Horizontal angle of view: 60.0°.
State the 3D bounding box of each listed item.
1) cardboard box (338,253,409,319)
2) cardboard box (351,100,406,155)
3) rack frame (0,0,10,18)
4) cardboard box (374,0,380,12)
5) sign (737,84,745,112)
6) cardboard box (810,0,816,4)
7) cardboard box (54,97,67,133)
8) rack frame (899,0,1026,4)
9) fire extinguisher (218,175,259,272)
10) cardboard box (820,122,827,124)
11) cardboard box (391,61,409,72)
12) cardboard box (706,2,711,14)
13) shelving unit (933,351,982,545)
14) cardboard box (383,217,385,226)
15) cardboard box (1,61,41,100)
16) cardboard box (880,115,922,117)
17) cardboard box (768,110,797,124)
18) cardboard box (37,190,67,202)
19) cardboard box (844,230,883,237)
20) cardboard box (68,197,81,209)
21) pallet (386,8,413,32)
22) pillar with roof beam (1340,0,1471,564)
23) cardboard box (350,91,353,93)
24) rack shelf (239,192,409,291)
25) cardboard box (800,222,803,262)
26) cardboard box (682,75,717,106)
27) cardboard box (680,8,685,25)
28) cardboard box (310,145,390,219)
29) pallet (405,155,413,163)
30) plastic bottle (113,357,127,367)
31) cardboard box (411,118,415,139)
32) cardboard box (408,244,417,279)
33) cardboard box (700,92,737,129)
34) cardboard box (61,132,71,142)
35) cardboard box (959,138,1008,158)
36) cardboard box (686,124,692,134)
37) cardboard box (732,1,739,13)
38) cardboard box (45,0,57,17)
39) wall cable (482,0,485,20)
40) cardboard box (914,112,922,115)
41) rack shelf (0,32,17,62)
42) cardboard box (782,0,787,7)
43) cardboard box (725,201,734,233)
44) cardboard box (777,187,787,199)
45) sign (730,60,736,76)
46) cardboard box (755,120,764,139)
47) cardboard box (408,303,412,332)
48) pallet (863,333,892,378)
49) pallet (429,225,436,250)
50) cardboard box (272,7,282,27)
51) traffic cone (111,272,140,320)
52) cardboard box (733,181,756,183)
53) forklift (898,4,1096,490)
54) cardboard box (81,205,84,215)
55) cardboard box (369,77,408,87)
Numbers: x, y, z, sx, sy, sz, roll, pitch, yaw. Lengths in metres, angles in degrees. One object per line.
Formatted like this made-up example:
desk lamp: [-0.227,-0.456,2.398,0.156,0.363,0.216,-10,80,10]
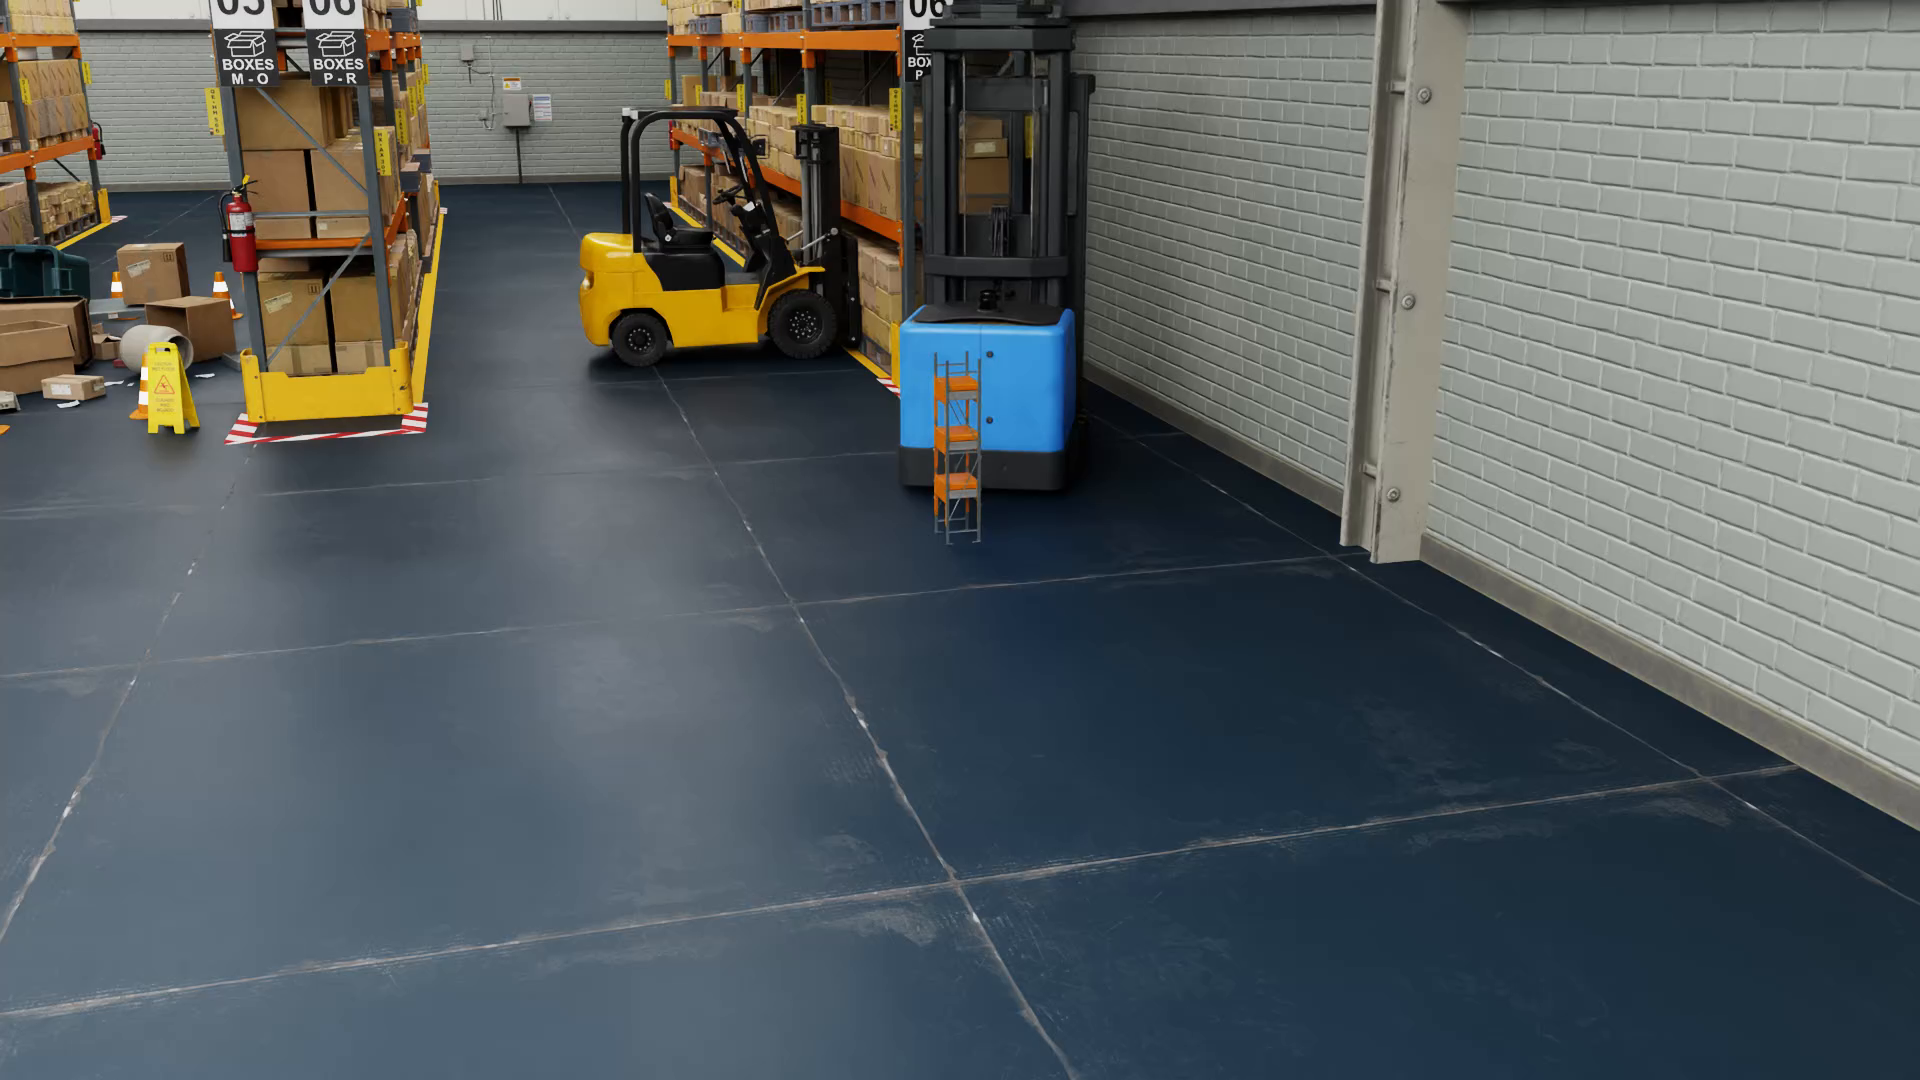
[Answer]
cardboard box: [-4.993,-2.156,14.161,0.500,0.500,0.500,-4,17,-14]
cardboard box: [-5.704,-4.027,16.225,0.500,0.500,0.500,-4,17,-14]
rack frame: [-12.781,-8.150,20.943,1.000,3.000,0.127,-5,17,-15]
cardboard box: [-5.051,-4.469,13.645,0.500,0.250,0.500,-4,17,-14]
sign: [-2.698,-5.455,20.522,0.100,0.325,0.005,-5,17,-15]
cardboard box: [-1.248,-5.294,16.182,0.380,0.149,0.250,-4,17,-14]
cardboard box: [-13.098,-6.049,23.684,0.500,0.500,0.500,-4,17,-12]
rack frame: [0.020,-5.644,12.599,1.000,3.000,0.127,-5,17,-15]
fire extinguisher: [-5.164,-2.272,11.936,0.296,0.674,0.183,-5,17,-15]
cardboard box: [-1.172,-4.055,16.436,0.380,0.149,0.250,-4,17,-14]
cardboard box: [-7.887,-6.642,23.309,0.380,0.149,0.250,-5,17,-16]
cardboard box: [-3.234,-7.188,22.486,0.380,0.149,0.250,-4,17,-14]
shelving unit: [-0.015,-0.518,9.350,0.215,1.050,0.252,-5,17,-15]
cardboard box: [-4.724,-2.516,13.050,0.380,0.149,0.250,-5,18,-17]
cardboard box: [-12.828,-6.233,22.558,0.500,0.500,0.500,-5,18,-17]
cardboard box: [-0.474,-3.565,14.287,0.380,0.149,0.250,-5,17,-15]
cardboard box: [-2.010,-4.874,19.164,0.380,0.149,0.250,-4,17,-14]
cardboard box: [-13.082,-4.944,23.888,0.380,0.149,0.250,-5,17,-15]
cardboard box: [-0.970,-2.803,15.880,0.500,0.250,0.500,-4,17,-13]
cardboard box: [-13.162,-4.953,24.434,0.380,0.149,0.250,-4,17,-14]
pallet: [-5.919,-5.009,16.027,1.213,0.211,1.003,-5,17,-15]
pillar with roof beam: [-1.796,-3.908,6.819,9.100,9.000,0.400,-5,17,-15]
cardboard box: [-7.049,-4.839,18.926,0.500,0.500,0.500,-5,17,-17]
rack shelf: [-5.302,-2.586,14.097,1.077,0.370,4.000,-5,17,-15]
cardboard box: [-1.234,-3.084,17.904,0.875,0.625,0.625,-4,17,-13]
cardboard box: [-4.099,-7.064,26.196,0.500,0.500,0.500,-4,17,-14]
cardboard box: [-4.066,-8.136,25.854,0.500,0.250,0.500,-5,17,-16]
cardboard box: [-4.615,-2.720,12.604,0.500,0.500,0.500,-5,17,-16]
pallet: [-6.367,-3.954,17.734,1.003,0.211,1.213,-5,17,-15]
plastic bottle: [-7.300,-1.571,14.576,0.133,0.061,0.283,-2,17,-6]
cardboard box: [-6.993,-5.060,20.476,0.500,0.250,0.500,-4,17,-14]
cardboard box: [-6.391,-2.962,17.936,0.950,0.372,0.625,-4,17,-13]
cardboard box: [-3.360,-6.187,23.933,0.700,0.500,0.500,-4,17,-14]
cardboard box: [-13.267,-5.912,24.355,0.380,0.149,0.250,-6,18,-18]
cardboard box: [0.176,-3.243,13.735,0.380,0.149,0.250,-5,17,-17]
cardboard box: [-4.153,-6.532,26.420,0.380,0.149,0.250,-4,17,-14]
cardboard box: [-2.718,-6.831,21.334,0.380,0.149,0.250,-5,17,-15]
cardboard box: [-13.230,-7.597,23.707,0.500,0.250,0.500,-4,17,-14]
wall cable: [-10.259,-11.286,31.382,2.355,3.000,0.029,-5,17,-15]
cardboard box: [-0.265,-3.811,15.108,0.380,0.149,0.250,-5,17,-15]
rack shelf: [-12.232,-5.816,19.636,1.077,0.370,4.000,-5,17,-15]
cardboard box: [-1.674,-5.722,17.608,0.380,0.149,0.250,-5,17,-15]
cardboard box: [-2.936,-4.513,22.879,0.500,0.500,0.500,-5,18,-17]
cardboard box: [-2.215,-4.605,22.056,0.380,0.149,0.250,-4,17,-15]
sign: [-3.838,-7.941,28.111,0.100,0.325,0.005,-5,17,-15]
cardboard box: [-2.155,-4.870,19.844,0.500,0.250,0.500,-4,17,-14]
cardboard box: [-5.139,-1.938,14.739,0.500,0.250,0.500,-4,17,-14]
pallet: [-0.231,-1.643,14.556,1.003,0.211,1.213,-5,17,-15]
pallet: [-7.765,-4.153,22.912,1.003,0.211,1.213,-5,17,-15]
cardboard box: [-5.119,-3.770,12.011,0.380,0.149,0.250,-5,17,-15]
traffic cone: [-8.579,-2.502,16.977,0.336,0.463,0.334,-5,17,-15]
cardboard box: [-2.914,-4.856,22.891,0.380,0.149,0.250,-5,17,-15]
forklift: [0.329,-2.087,11.305,1.130,2.935,3.031,2,17,8]
cardboard box: [-13.378,-4.947,24.933,0.380,0.149,0.250,-5,17,-16]
cardboard box: [-6.851,-5.273,19.879,0.500,0.500,0.500,-5,18,-17]
